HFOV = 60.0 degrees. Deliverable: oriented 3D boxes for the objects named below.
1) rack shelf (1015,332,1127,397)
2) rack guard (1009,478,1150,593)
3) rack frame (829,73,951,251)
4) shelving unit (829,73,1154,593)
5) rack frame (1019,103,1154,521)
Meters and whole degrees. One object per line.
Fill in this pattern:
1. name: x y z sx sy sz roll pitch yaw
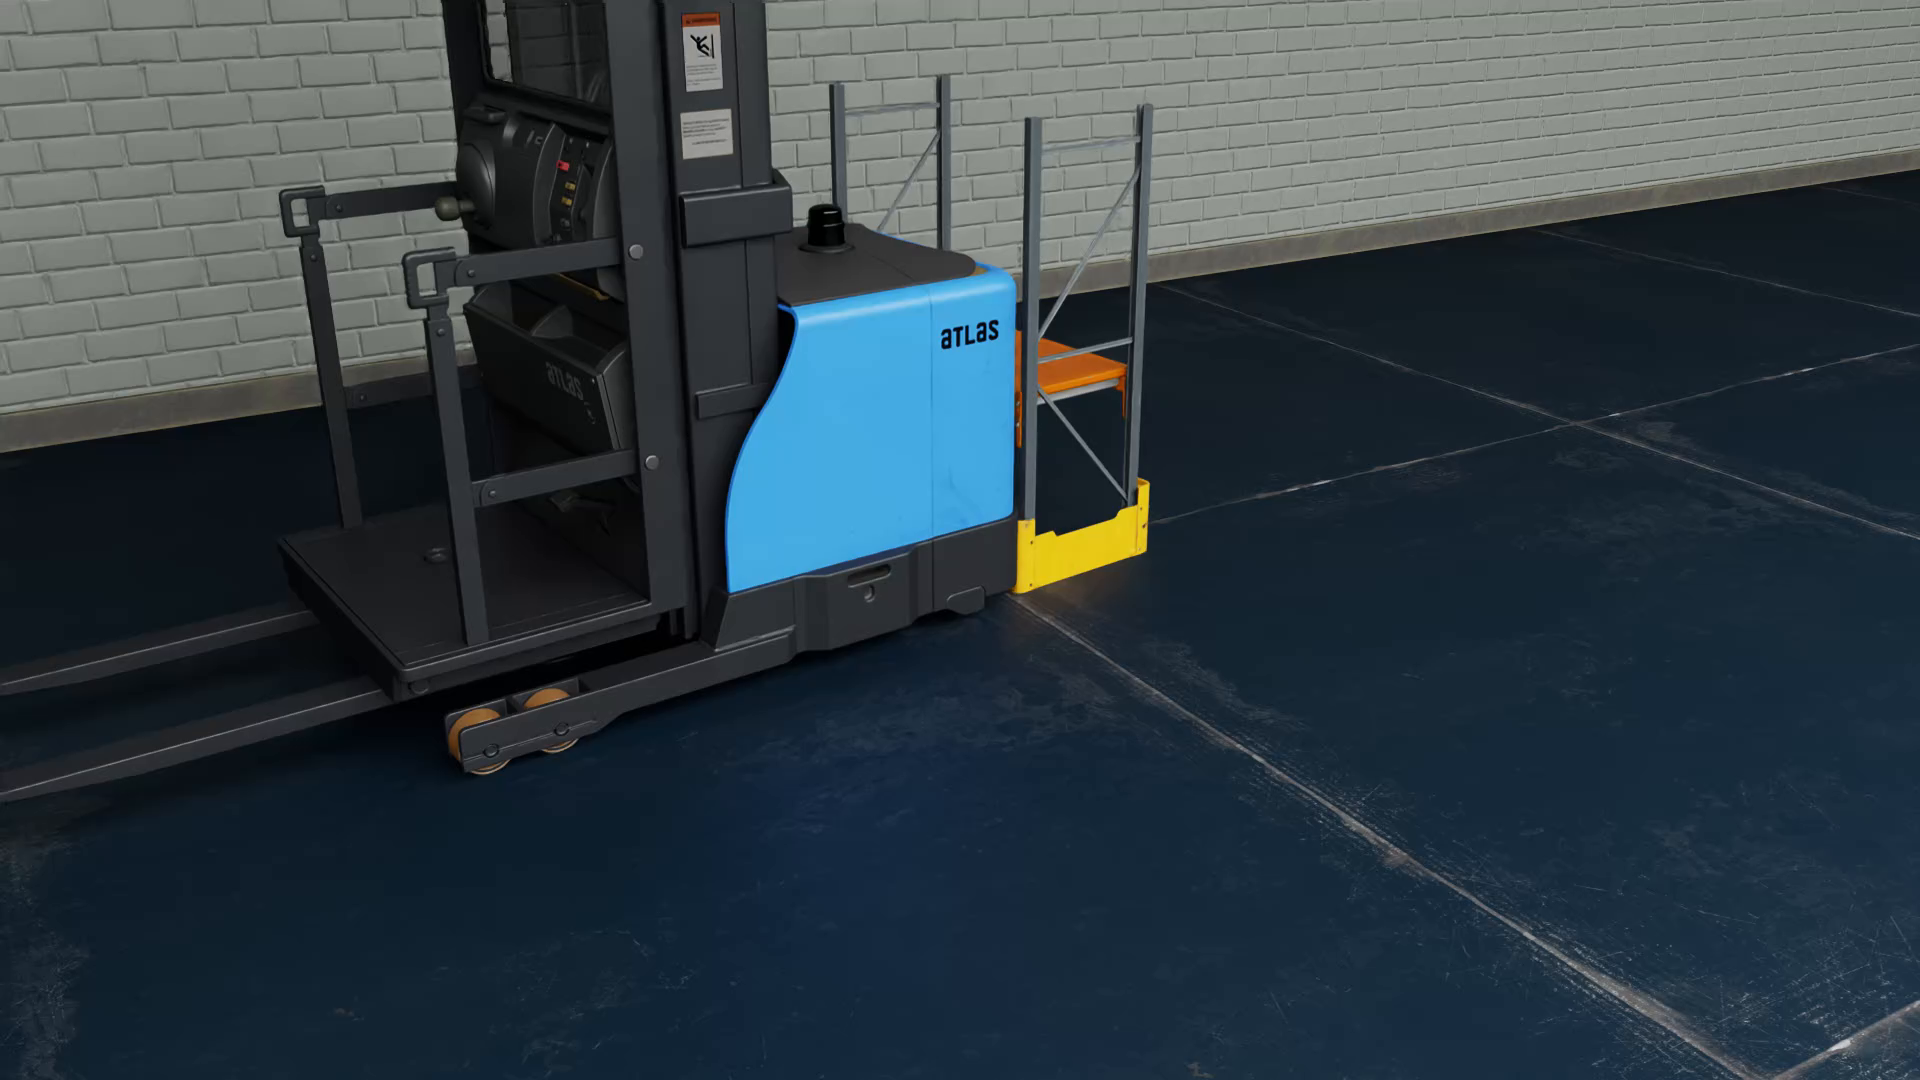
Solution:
1. rack shelf: 0.079 -0.645 5.706 0.459 0.026 0.952 -17 27 -35
2. rack guard: 0.394 -0.021 5.531 0.587 0.250 0.087 -17 27 -35
3. rack frame: -0.238 -0.899 6.032 0.500 1.500 0.032 -17 27 -35
4. shelving unit: 0.084 -0.747 5.657 0.587 1.500 1.083 -17 27 -35
5. rack frame: 0.395 -0.599 5.294 0.500 1.500 0.032 -17 27 -35
